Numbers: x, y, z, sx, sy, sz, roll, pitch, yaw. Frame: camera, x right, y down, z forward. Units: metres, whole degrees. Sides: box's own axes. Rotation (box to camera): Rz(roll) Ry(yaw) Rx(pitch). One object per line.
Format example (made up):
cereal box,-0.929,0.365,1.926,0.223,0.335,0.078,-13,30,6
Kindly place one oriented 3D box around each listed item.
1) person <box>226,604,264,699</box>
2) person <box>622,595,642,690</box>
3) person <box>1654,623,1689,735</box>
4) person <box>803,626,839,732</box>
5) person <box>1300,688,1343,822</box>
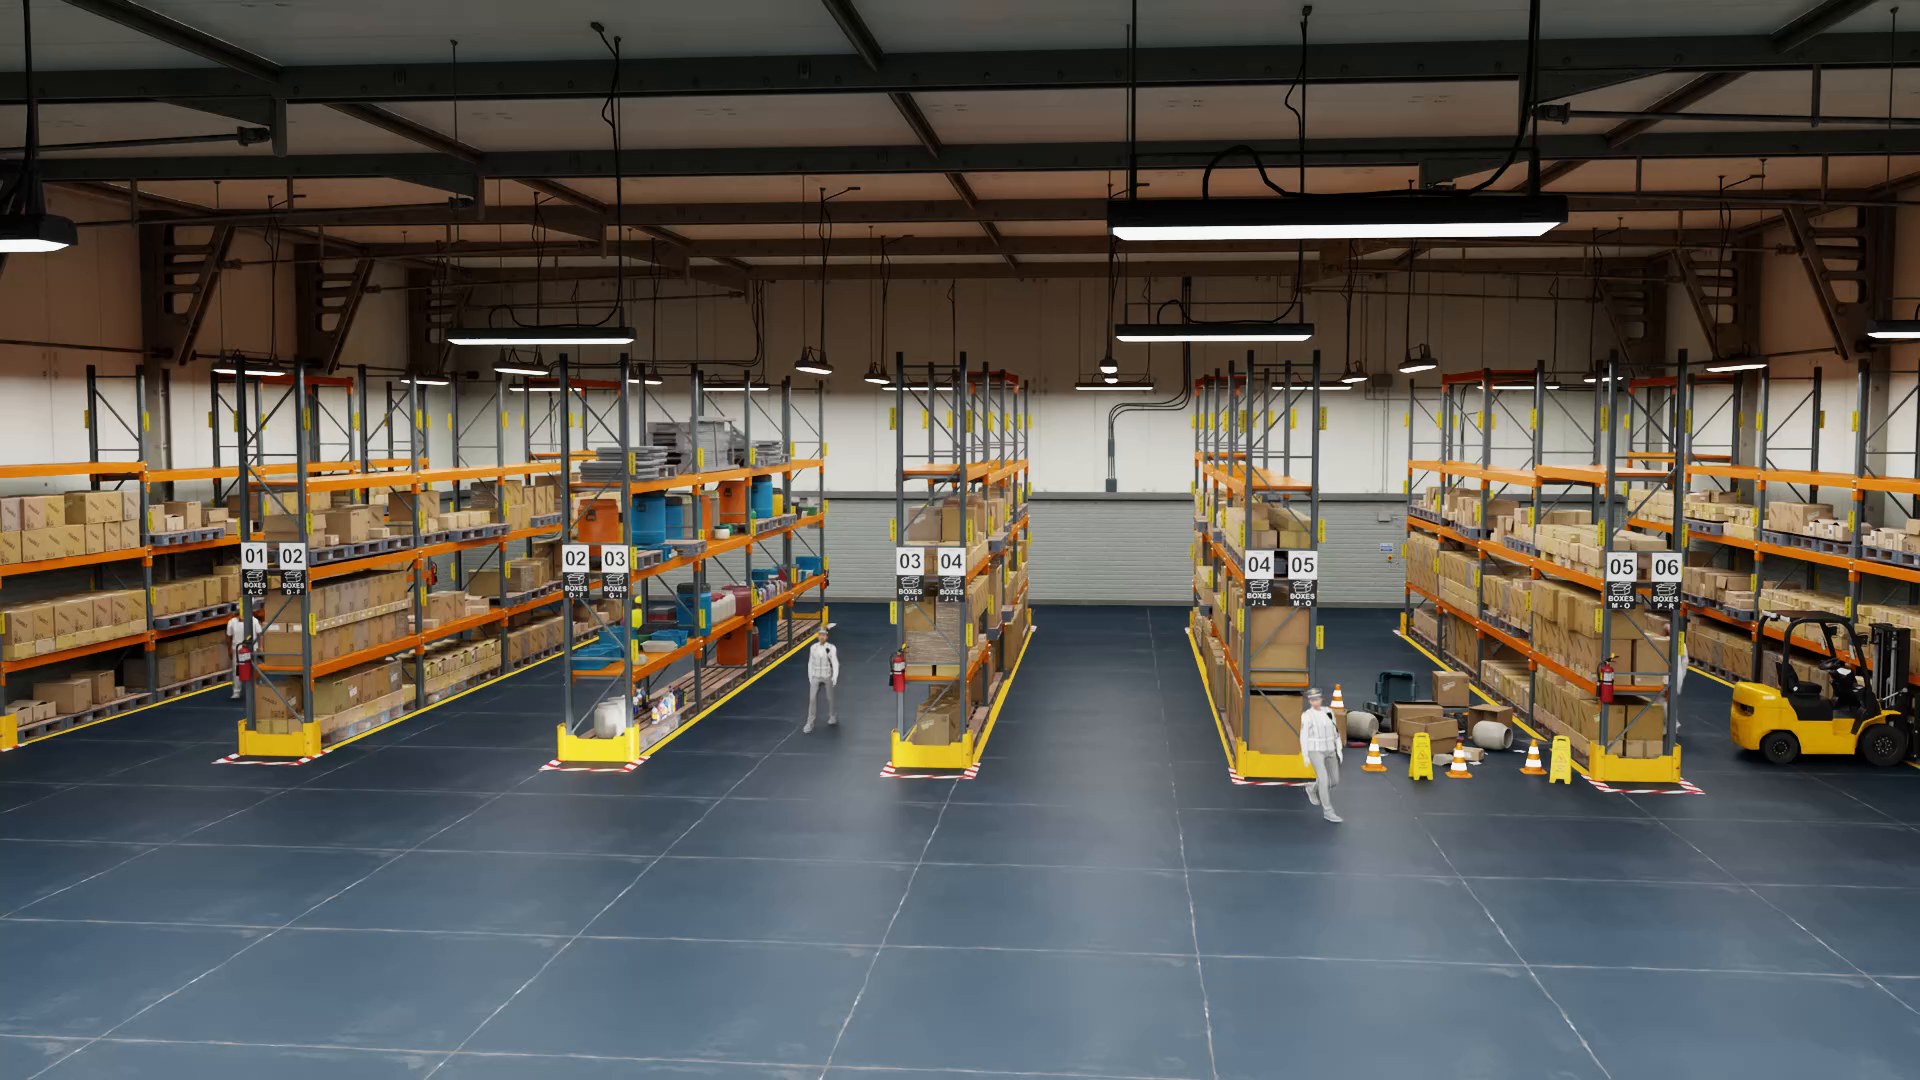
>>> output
person,-12.966,1.984,30.189,0.680,1.723,1.045,-1,4,-9
person,-6.008,1.915,30.945,0.613,1.760,0.516,0,4,1
person,11.434,2.238,26.693,0.659,1.760,0.668,-1,4,-17
person,-2.241,2.233,27.068,0.575,1.654,0.953,1,4,15
person,4.570,2.681,20.992,0.491,1.643,0.746,-2,4,-21
